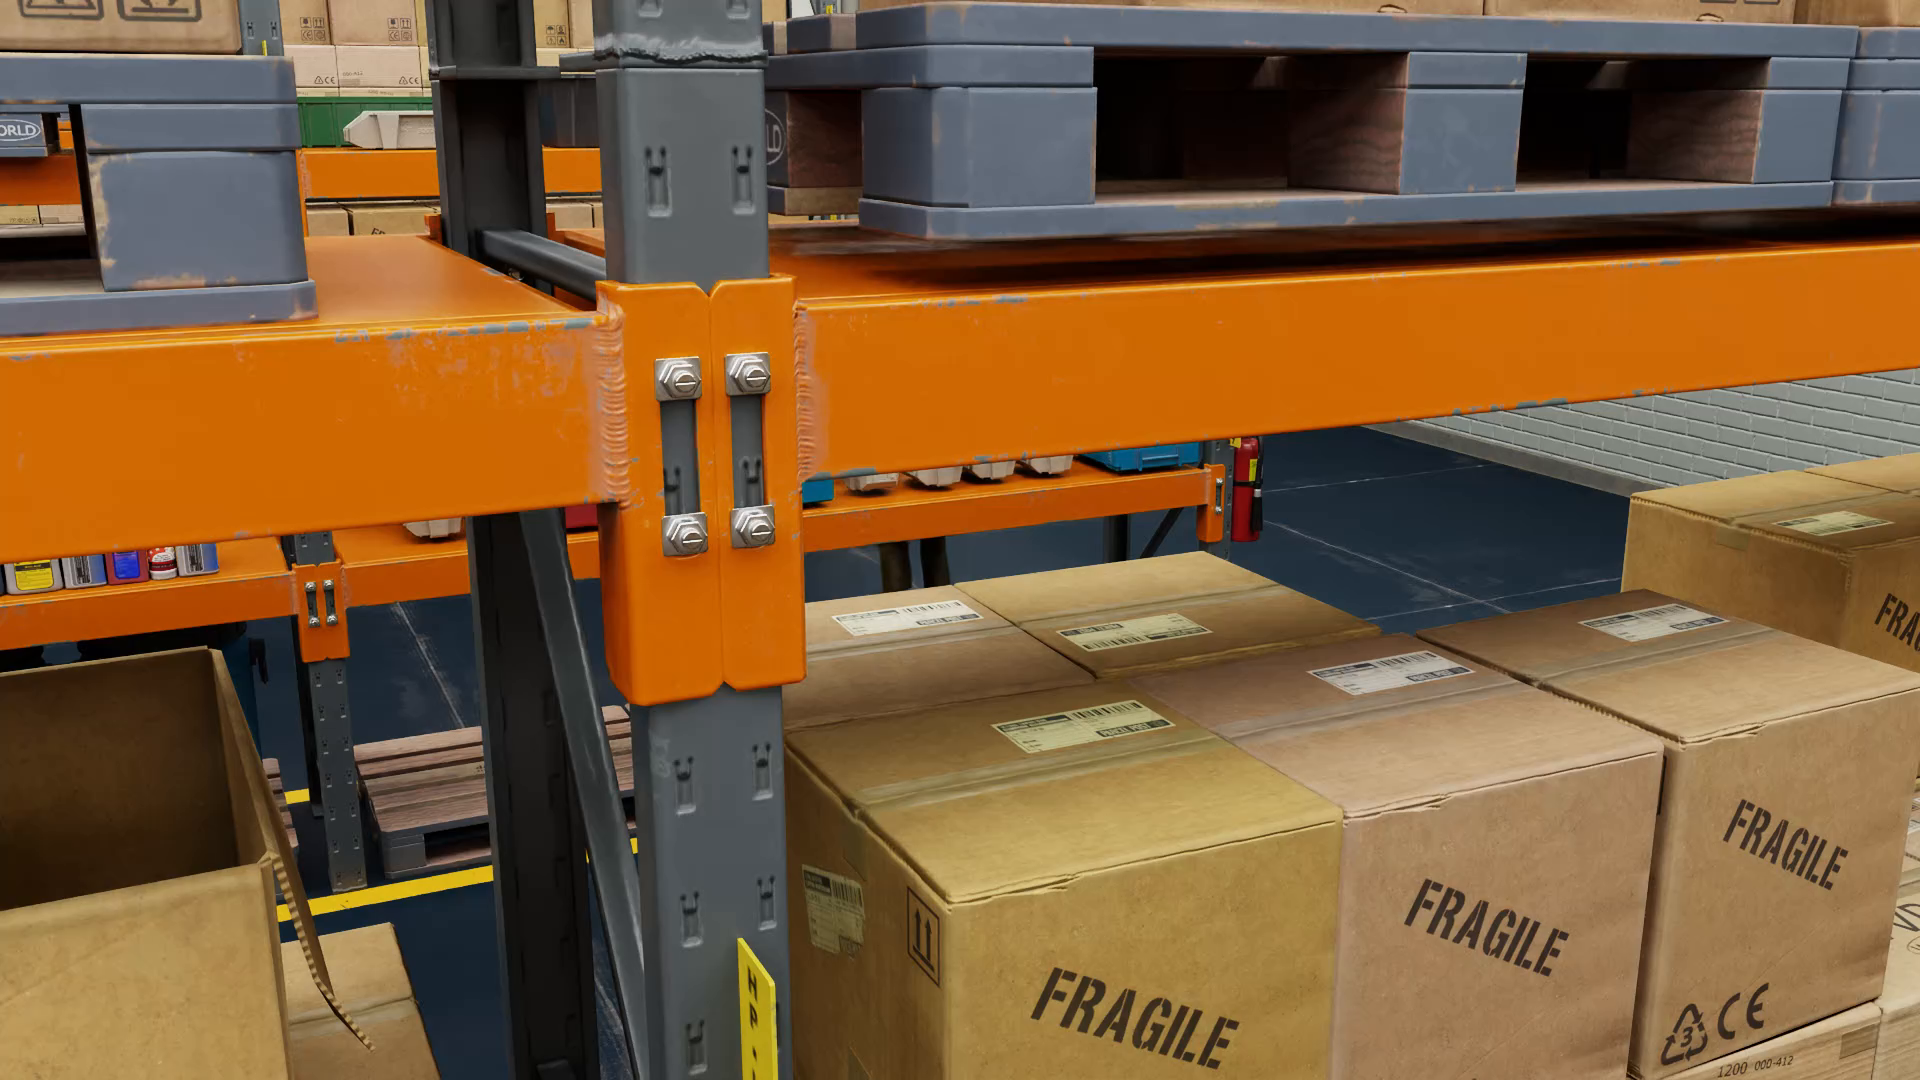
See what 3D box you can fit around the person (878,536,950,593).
[{"bbox_3d":[-0.298,-0.326,9.405,0.529,1.779,0.559,-7,17,-26],"label":"person"}]
